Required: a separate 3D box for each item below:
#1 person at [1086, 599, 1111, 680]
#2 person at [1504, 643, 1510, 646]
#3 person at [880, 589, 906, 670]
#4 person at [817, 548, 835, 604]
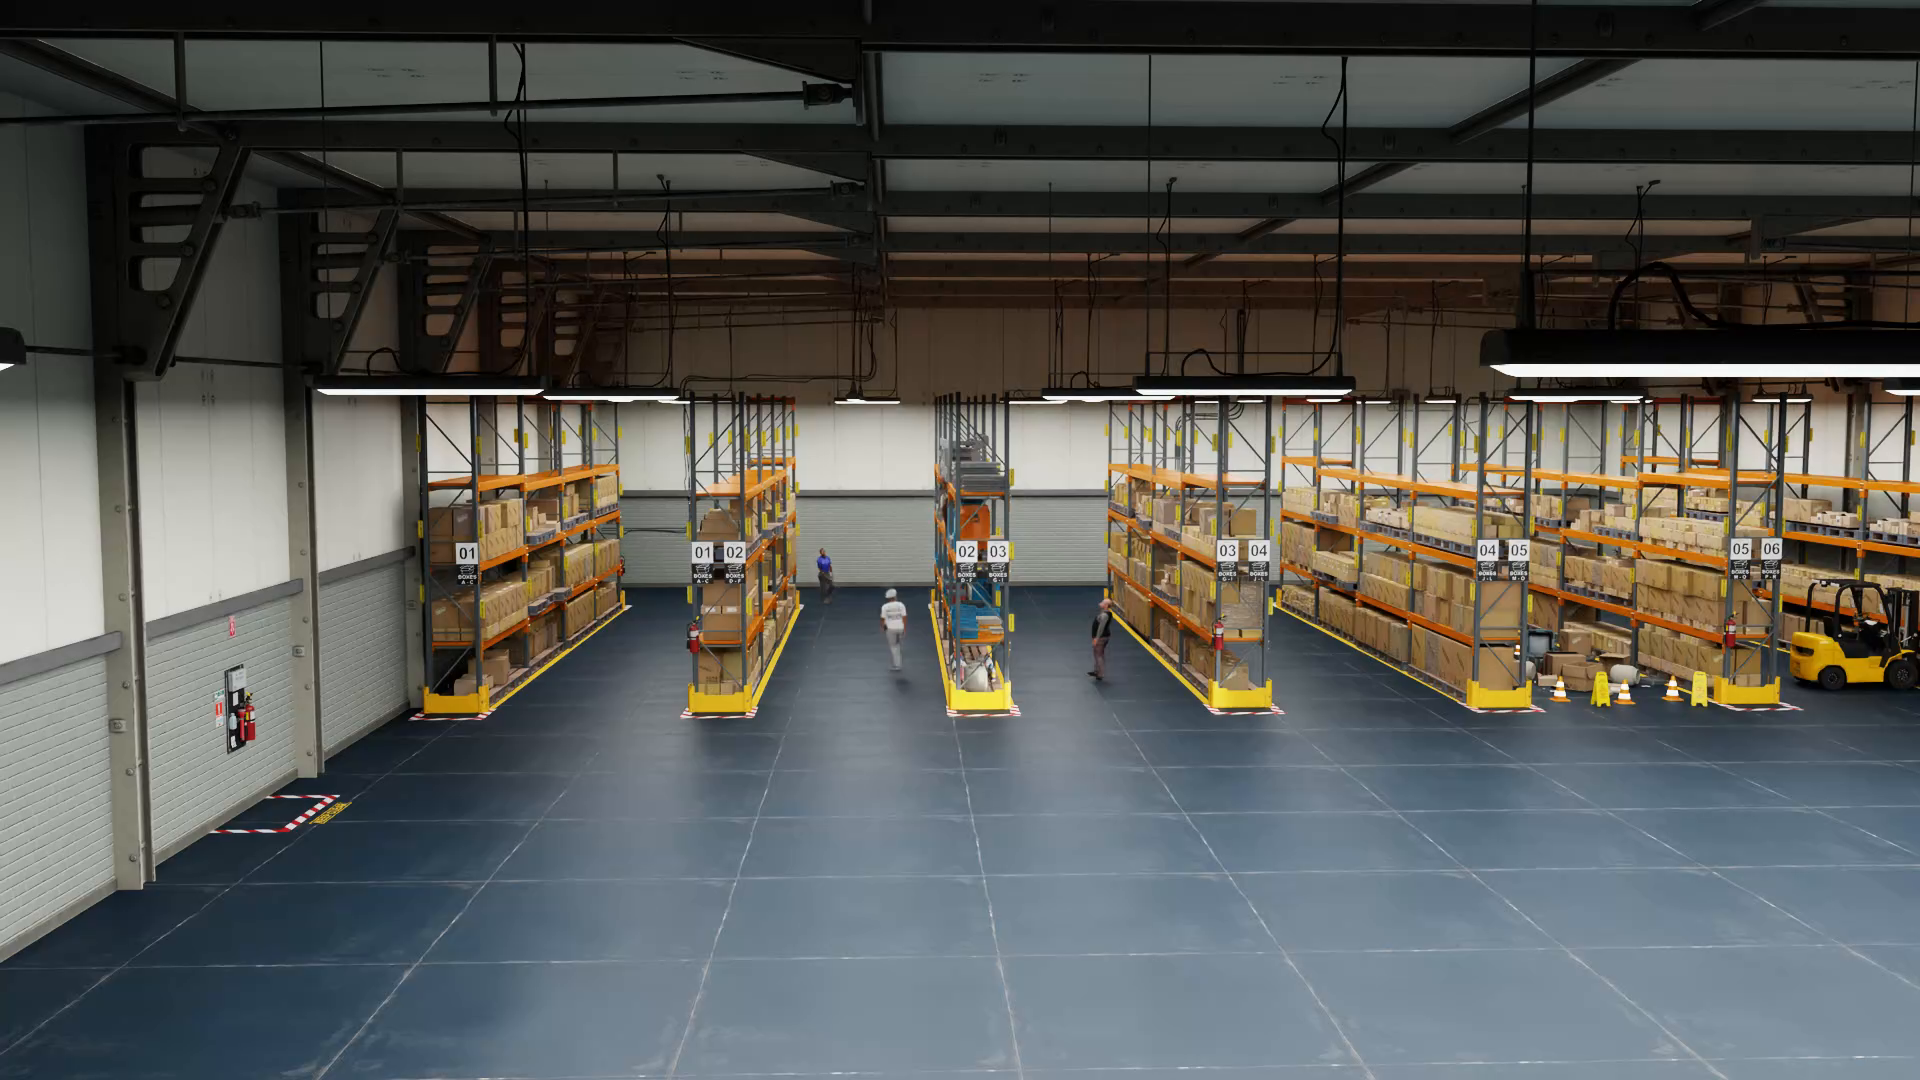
[{"bbox_3d":[2.896,2.075,35.046,0.659,1.702,0.545,3,5,31],"label":"person"},{"bbox_3d":[12.703,1.803,38.682,0.436,1.725,0.539,3,5,30],"label":"person"},{"bbox_3d":[-1.479,1.971,36.047,0.575,1.850,0.589,-4,6,-43],"label":"person"},{"bbox_3d":[-3.865,1.091,48.108,0.474,1.543,0.570,3,6,37],"label":"person"}]
